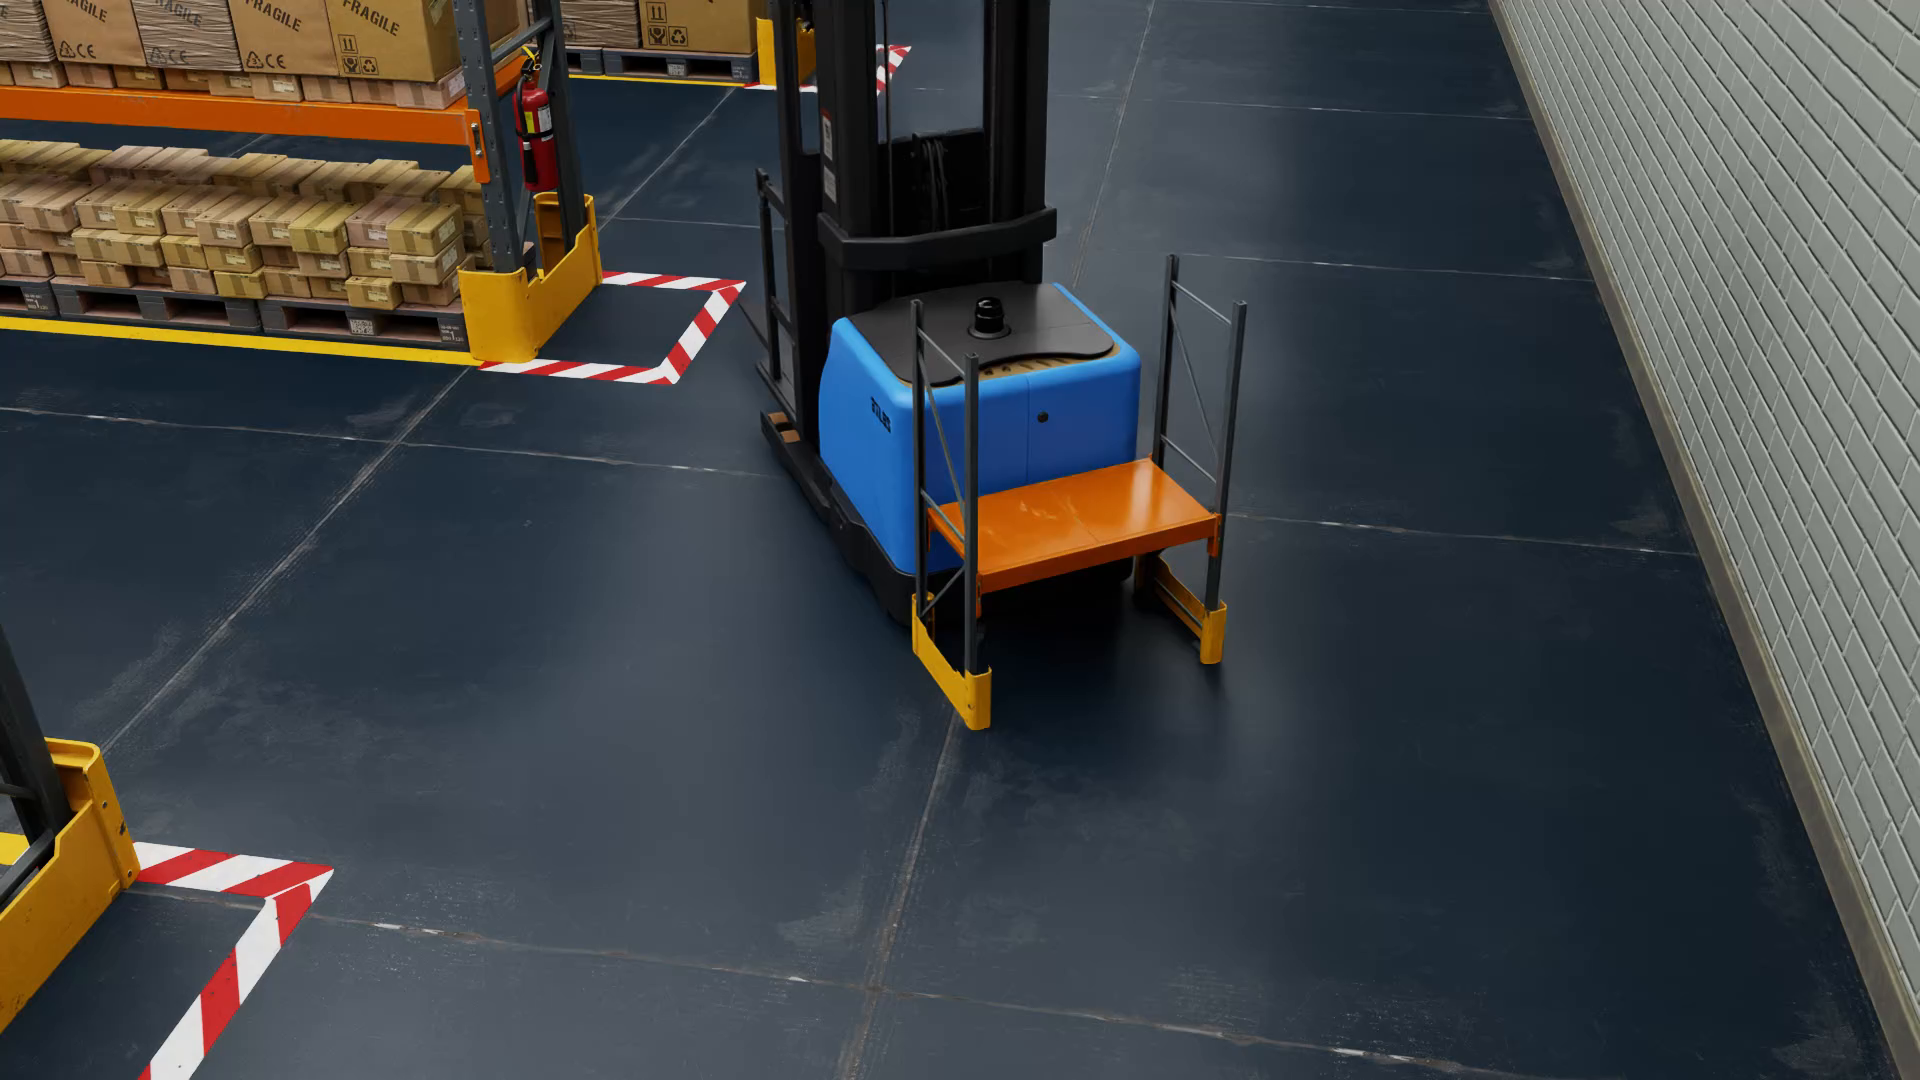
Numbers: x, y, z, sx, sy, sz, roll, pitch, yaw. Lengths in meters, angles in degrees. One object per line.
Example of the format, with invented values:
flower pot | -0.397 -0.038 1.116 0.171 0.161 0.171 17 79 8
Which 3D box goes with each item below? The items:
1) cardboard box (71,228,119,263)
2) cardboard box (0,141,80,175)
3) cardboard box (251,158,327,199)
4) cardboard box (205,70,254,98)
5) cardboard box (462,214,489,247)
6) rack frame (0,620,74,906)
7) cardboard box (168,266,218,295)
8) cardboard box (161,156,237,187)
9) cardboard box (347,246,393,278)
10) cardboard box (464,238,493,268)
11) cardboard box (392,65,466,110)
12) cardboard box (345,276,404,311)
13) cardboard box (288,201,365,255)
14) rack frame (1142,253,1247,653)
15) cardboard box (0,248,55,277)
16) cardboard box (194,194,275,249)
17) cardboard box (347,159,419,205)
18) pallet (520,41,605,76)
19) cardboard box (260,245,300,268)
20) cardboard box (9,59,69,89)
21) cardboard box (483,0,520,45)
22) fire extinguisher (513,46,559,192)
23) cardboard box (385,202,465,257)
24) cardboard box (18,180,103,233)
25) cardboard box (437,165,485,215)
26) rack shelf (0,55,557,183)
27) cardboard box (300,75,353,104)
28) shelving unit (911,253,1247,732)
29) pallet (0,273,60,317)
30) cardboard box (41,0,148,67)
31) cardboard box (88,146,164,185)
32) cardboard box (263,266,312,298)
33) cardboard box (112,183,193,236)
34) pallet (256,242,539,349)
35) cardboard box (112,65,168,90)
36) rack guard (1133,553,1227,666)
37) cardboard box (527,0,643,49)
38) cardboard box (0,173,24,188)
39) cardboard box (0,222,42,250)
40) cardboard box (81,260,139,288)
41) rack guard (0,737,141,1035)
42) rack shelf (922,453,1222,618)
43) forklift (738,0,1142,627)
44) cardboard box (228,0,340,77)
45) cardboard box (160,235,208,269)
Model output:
cardboard box | -4.614 -1.663 9.090 0.250 0.149 0.380 5 32 8
cardboard box | -5.299 -2.169 9.618 0.250 0.149 0.380 5 32 8
cardboard box | -3.764 -2.012 9.368 0.250 0.149 0.380 6 33 10
cardboard box | -3.624 -2.387 8.473 0.250 0.149 0.380 4 32 6
cardboard box | -2.729 -1.783 9.282 0.250 0.149 0.380 6 33 10
rack frame | -2.989 0.092 4.277 0.127 3.000 1.000 5 32 8
cardboard box | -4.100 -1.493 9.099 0.250 0.149 0.380 6 33 9
cardboard box | -4.280 -2.032 9.400 0.250 0.149 0.380 5 32 8
cardboard box | -3.073 -1.551 8.912 0.250 0.149 0.380 4 32 7
cardboard box | -2.719 -1.690 9.414 0.250 0.149 0.380 6 33 9
cardboard box | -2.625 -2.281 8.304 0.250 0.149 0.380 5 32 8
cardboard box | -3.080 -1.384 8.925 0.250 0.149 0.380 6 33 10
cardboard box | -3.335 -1.652 8.792 0.250 0.149 0.380 4 32 7
rack frame | 0.873 -0.295 6.308 0.032 1.500 0.500 -13 34 -20
cardboard box | -5.119 -1.617 9.298 0.250 0.149 0.380 5 32 7
cardboard box | -3.854 -1.703 8.874 0.250 0.149 0.380 6 33 10
cardboard box | -3.234 -2.004 9.354 0.250 0.149 0.380 5 32 8
pallet | -3.322 -4.050 13.521 1.213 0.211 1.003 5 32 8
cardboard box | -3.584 -1.623 9.027 0.250 0.149 0.380 5 32 8
cardboard box | -4.668 -2.468 8.603 0.250 0.149 0.380 7 33 10
cardboard box | -2.652 -2.859 8.616 0.500 0.500 0.500 7 33 11
fire extinguisher | -2.085 -2.052 8.125 0.183 0.674 0.296 5 32 8
cardboard box | -2.820 -1.643 8.778 0.250 0.149 0.380 6 32 9
cardboard box | -4.877 -1.817 9.056 0.250 0.149 0.380 6 33 9
cardboard box | -2.715 -1.953 9.273 0.250 0.149 0.380 4 32 6
rack shelf | -4.227 -2.380 8.903 4.000 0.370 1.077 5 32 8
cardboard box | -3.113 -2.337 8.394 0.250 0.149 0.380 5 32 8
shelving unit | 0.417 -0.187 6.134 1.083 1.500 0.587 -13 34 -20
pallet | -5.531 -1.640 9.671 1.213 0.211 1.003 5 32 8
cardboard box | -4.240 -2.719 8.392 0.500 0.500 0.500 7 33 11
cardboard box | -4.774 -2.129 9.555 0.250 0.149 0.380 4 32 6
cardboard box | -3.572 -1.468 9.059 0.250 0.149 0.380 5 32 9
cardboard box | -4.358 -1.793 9.018 0.250 0.149 0.380 5 32 8
pallet | -3.126 -1.422 9.323 1.213 0.211 1.003 5 32 8
cardboard box | -4.144 -2.457 8.585 0.250 0.149 0.380 6 32 9
rack guard | 0.872 0.235 6.639 0.087 0.250 0.587 -13 34 -20
cardboard box | -2.863 -4.465 13.163 0.875 0.875 0.875 5 32 8
cardboard box | -5.375 -1.894 9.179 0.250 0.149 0.380 5 32 8
cardboard box | -5.119 -1.755 9.238 0.250 0.149 0.380 4 32 6
cardboard box | -4.608 -1.538 9.171 0.250 0.149 0.380 4 32 7
rack guard | -2.965 1.153 4.936 0.348 0.500 1.175 5 32 8
rack shelf | 0.409 -0.032 6.227 1.000 0.185 0.538 -13 34 -20
forklift | -0.305 -1.668 7.153 1.130 2.935 3.031 -12 34 -18
cardboard box | -3.249 -2.629 8.248 0.500 0.500 0.500 5 32 7
cardboard box | -4.099 -1.617 9.018 0.250 0.149 0.380 7 33 11
